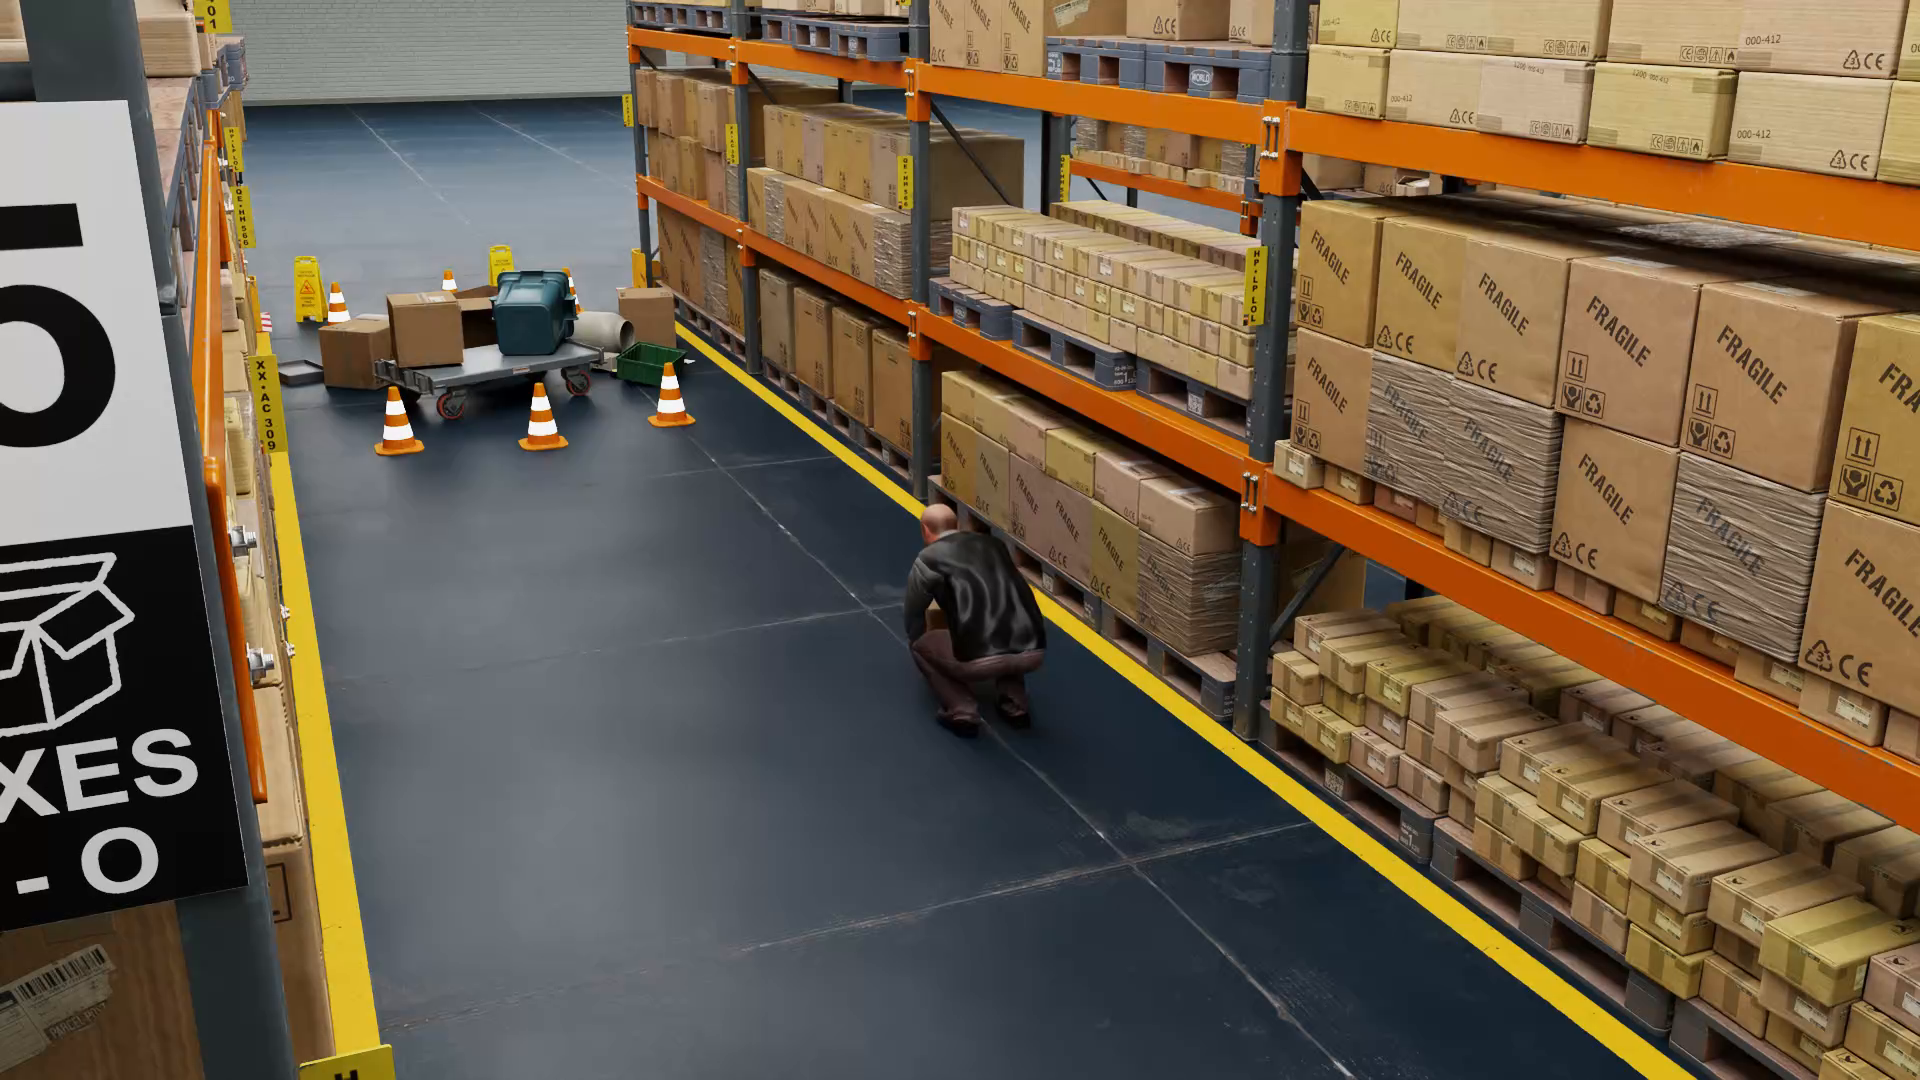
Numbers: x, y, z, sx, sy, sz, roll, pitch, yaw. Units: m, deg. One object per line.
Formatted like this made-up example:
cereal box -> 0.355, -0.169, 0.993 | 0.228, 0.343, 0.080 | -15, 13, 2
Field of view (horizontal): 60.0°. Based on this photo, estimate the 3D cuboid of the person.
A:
person -> 0.049, 0.366, 7.737 | 0.540, 0.952, 0.876 | -8, 20, -22
